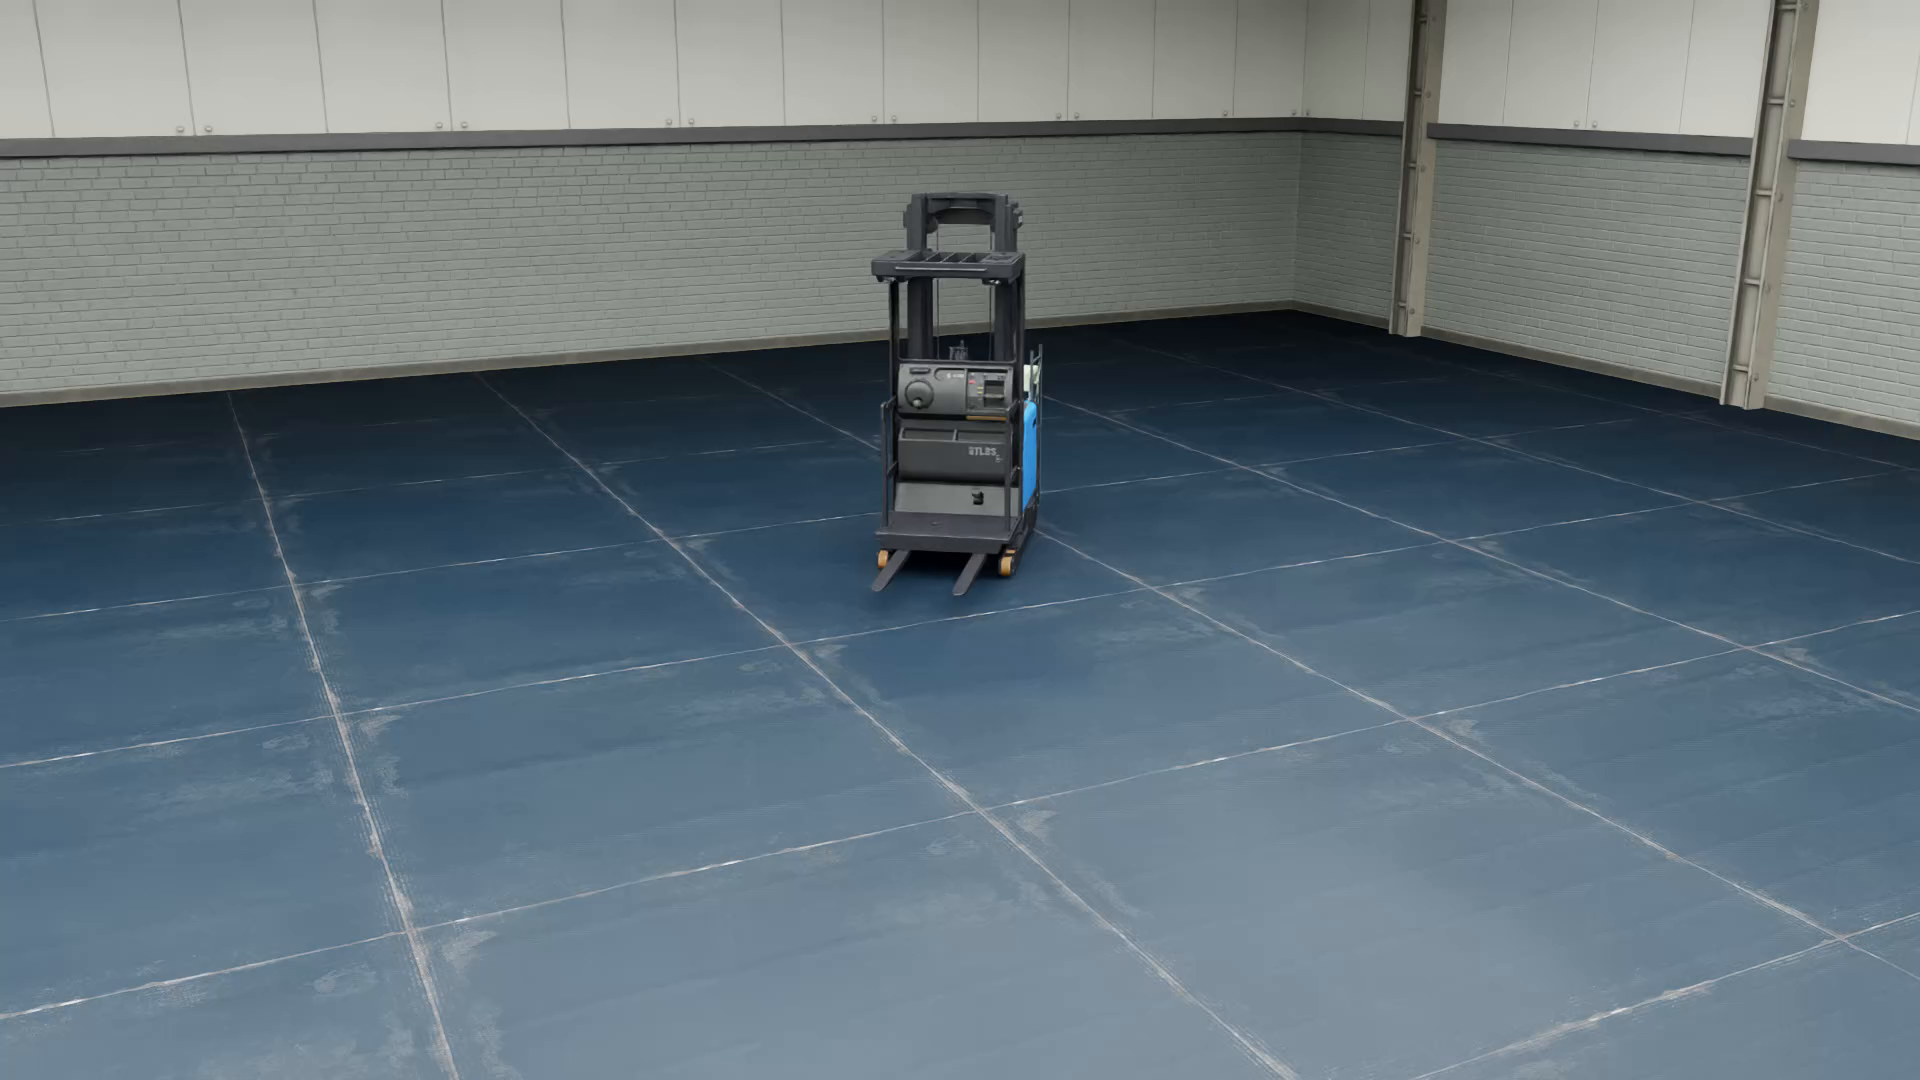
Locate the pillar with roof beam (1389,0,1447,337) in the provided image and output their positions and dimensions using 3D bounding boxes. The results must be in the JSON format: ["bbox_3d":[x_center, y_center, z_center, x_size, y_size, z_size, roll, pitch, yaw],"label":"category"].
[{"bbox_3d":[2.824,-6.894,21.958,9.100,9.000,0.400,-8,18,-25],"label":"pillar with roof beam"}]

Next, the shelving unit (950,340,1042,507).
[{"bbox_3d":[0.326,-1.017,15.077,0.755,1.500,0.431,4,17,14],"label":"shelving unit"}]

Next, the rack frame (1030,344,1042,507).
[{"bbox_3d":[0.680,-0.992,14.987,0.023,1.500,0.400,4,17,14],"label":"rack frame"}]

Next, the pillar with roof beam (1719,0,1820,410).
[{"bbox_3d":[5.453,-5.406,16.774,9.100,9.000,0.400,-8,18,-25],"label":"pillar with roof beam"}]

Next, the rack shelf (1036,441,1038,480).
[{"bbox_3d":[0.326,-0.704,15.167,0.720,0.370,0.431,4,17,14],"label":"rack shelf"}]

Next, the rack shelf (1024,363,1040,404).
[{"bbox_3d":[0.326,-1.393,14.969,0.720,0.370,0.431,4,17,14],"label":"rack shelf"}]

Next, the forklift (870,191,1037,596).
[{"bbox_3d":[-0.069,-1.222,13.196,1.130,2.935,3.031,3,16,9],"label":"forklift"}]

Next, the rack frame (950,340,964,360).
[{"bbox_3d":[-0.028,-1.043,15.167,0.023,1.500,0.400,4,17,14],"label":"rack frame"}]
